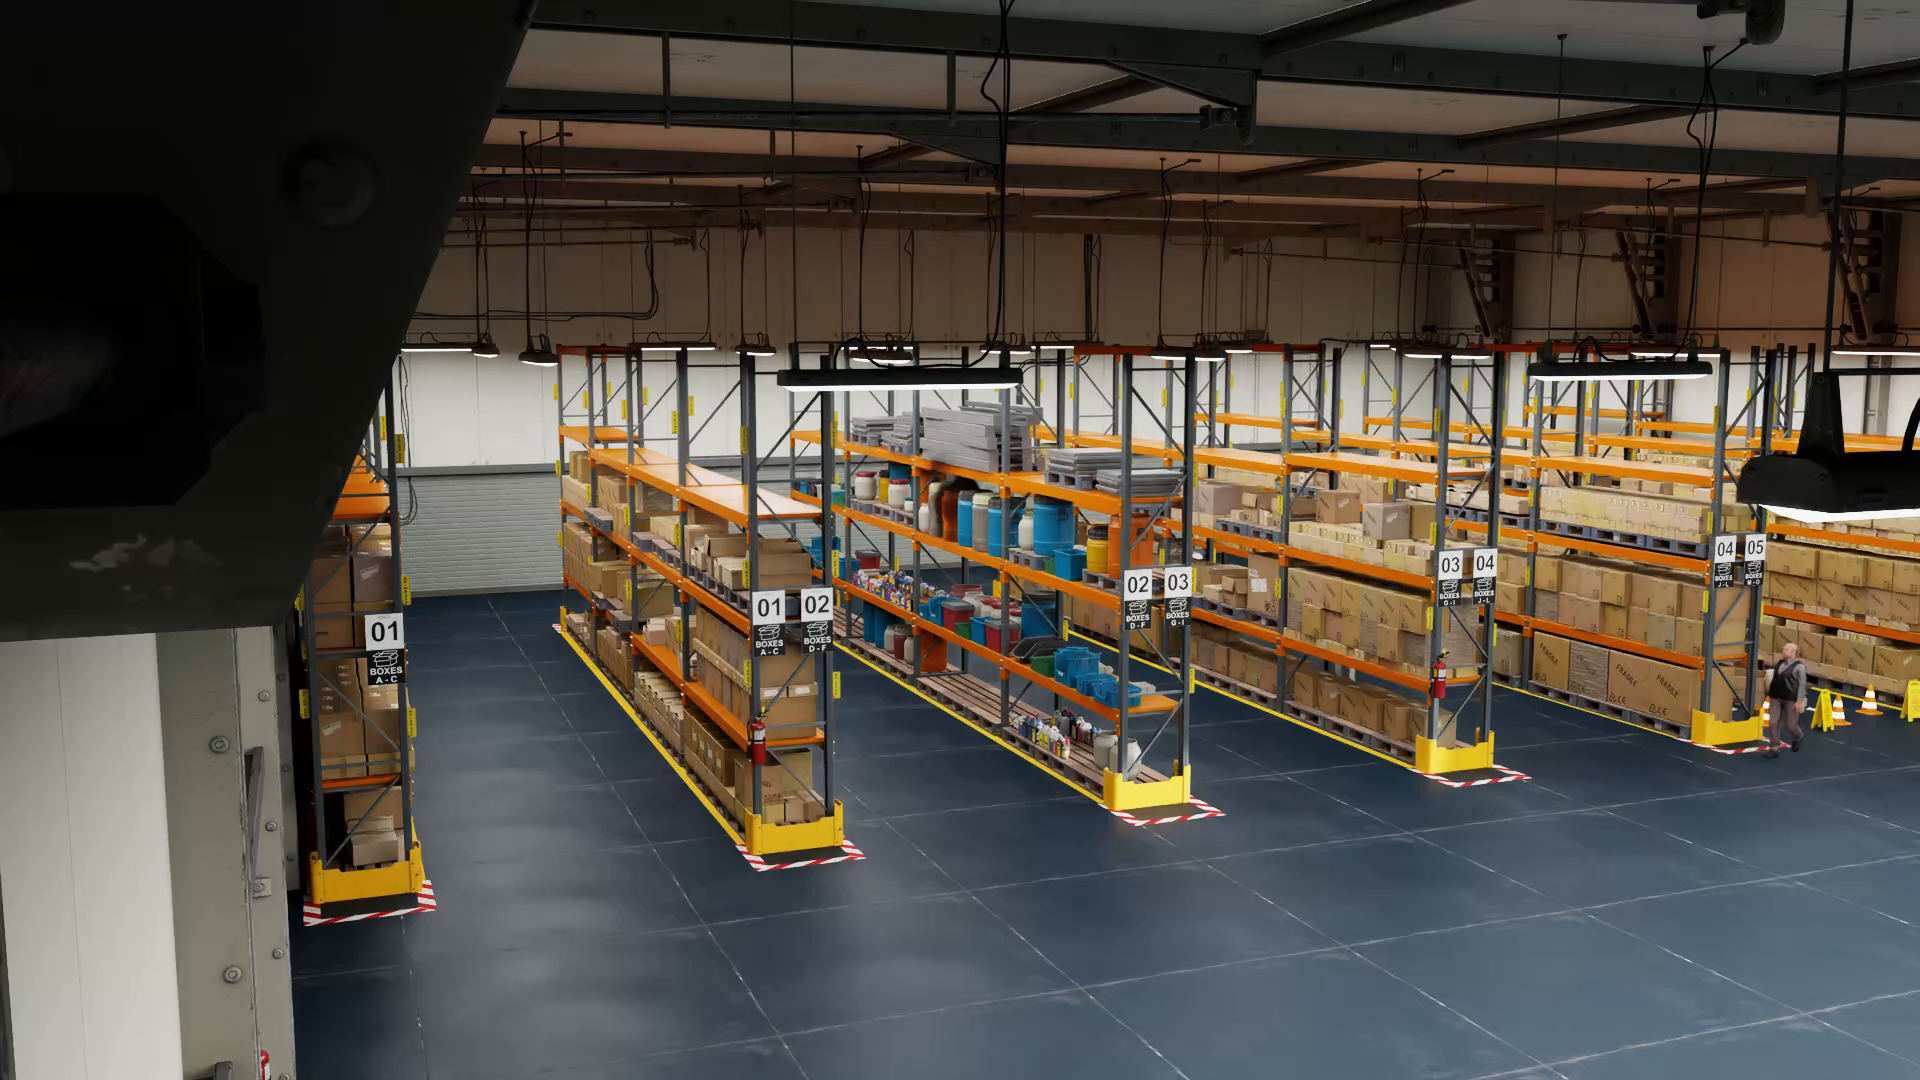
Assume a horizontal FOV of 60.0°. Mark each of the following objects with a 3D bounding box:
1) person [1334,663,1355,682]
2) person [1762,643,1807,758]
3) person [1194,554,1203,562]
[{"bbox_3d":[6.816,1.767,29.453,0.451,1.677,0.414,5,9,35],"label":"person"},{"bbox_3d":[12.224,2.364,24.560,0.532,1.713,0.625,6,9,39],"label":"person"},{"bbox_3d":[4.927,1.142,34.300,0.551,1.727,1.044,-3,8,-24],"label":"person"}]
